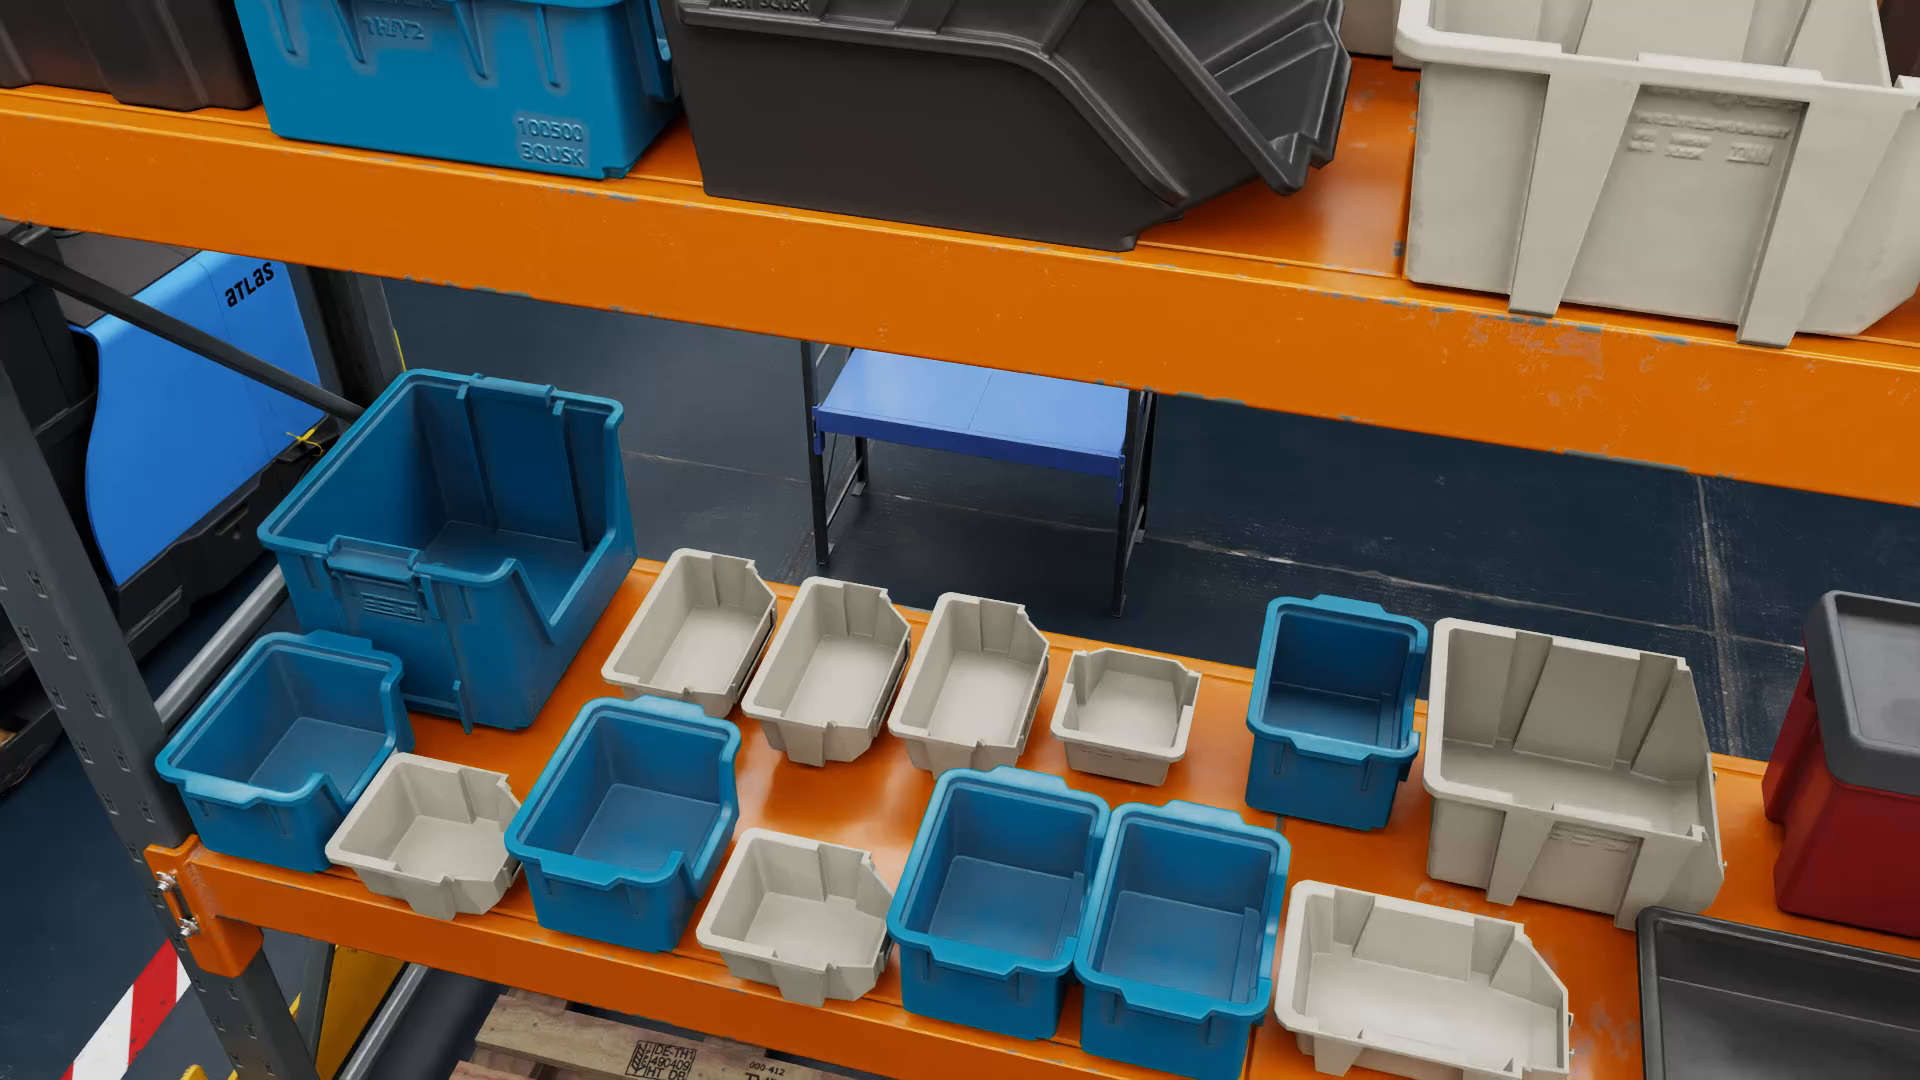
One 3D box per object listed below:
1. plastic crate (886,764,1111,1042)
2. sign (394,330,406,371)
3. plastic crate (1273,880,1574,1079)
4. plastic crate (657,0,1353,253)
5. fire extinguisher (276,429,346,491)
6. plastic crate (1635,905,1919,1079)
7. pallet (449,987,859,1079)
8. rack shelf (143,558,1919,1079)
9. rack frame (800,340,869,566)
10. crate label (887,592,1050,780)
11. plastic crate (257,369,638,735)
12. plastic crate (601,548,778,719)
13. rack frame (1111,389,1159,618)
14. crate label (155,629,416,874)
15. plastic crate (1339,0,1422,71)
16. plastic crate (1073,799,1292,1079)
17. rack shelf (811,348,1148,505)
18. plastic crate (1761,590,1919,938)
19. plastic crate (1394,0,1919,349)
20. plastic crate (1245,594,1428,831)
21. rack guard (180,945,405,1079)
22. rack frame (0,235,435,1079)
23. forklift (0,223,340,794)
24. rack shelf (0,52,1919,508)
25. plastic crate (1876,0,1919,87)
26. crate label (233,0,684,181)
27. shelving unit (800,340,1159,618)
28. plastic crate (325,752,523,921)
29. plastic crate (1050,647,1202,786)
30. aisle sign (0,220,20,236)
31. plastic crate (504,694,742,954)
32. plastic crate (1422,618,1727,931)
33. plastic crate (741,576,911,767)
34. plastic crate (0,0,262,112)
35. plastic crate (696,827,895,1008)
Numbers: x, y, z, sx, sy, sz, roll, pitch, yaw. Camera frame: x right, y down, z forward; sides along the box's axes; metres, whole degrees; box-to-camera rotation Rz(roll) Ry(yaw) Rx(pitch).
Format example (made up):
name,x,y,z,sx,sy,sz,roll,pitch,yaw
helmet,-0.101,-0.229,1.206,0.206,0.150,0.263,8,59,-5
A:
name,x,y,z,sx,sy,sz,roll,pitch,yaw
plastic crate,0.068,0.613,2.771,0.300,0.233,0.416,10,41,11
sign,-1.230,-0.299,3.647,0.005,0.325,0.100,10,41,11
plastic crate,0.747,0.748,2.685,0.466,0.136,0.293,10,41,11
plastic crate,0.048,-0.592,1.839,0.767,0.338,0.504,10,41,11
fire extinguisher,-1.385,-0.027,3.800,0.183,0.674,0.296,10,41,11
plastic crate,1.356,0.836,2.590,0.590,0.125,0.437,10,41,11
pallet,-0.570,1.337,3.994,1.213,0.211,1.003,10,41,11
rack shelf,0.575,0.716,3.125,4.000,0.370,1.077,10,41,11
rack frame,-0.409,-0.645,5.351,0.032,1.500,0.500,10,41,11
crate label,0.029,0.297,3.222,0.243,0.136,0.396,10,41,11
plastic crate,-0.985,0.011,3.331,0.499,0.435,0.616,10,41,11
plastic crate,-0.522,0.209,3.327,0.243,0.136,0.396,10,41,11
rack frame,0.573,-0.476,5.150,0.032,1.500,0.500,10,41,11
crate label,-1.204,0.394,3.032,0.303,0.233,0.416,10,41,11
plastic crate,0.703,-0.751,2.184,0.530,0.136,0.437,10,41,11
plastic crate,0.358,0.663,2.712,0.300,0.233,0.416,10,41,11
rack shelf,0.082,-0.422,5.366,1.000,0.185,0.538,10,41,11
plastic crate,1.709,0.421,2.820,0.583,0.464,0.402,10,41,11
plastic crate,0.704,-0.435,1.696,0.530,0.282,0.437,10,41,11
plastic crate,0.693,0.331,3.107,0.300,0.233,0.416,10,41,11
rack guard,-1.383,1.069,4.088,0.348,0.500,1.175,10,41,11
rack frame,-1.357,0.108,3.289,0.127,3.000,1.000,10,41,11
forklift,-3.225,-0.598,4.182,1.130,2.935,3.031,15,42,17
rack shelf,0.575,-0.433,2.160,4.000,0.370,1.077,10,41,11
plastic crate,1.378,-0.703,2.024,0.590,0.269,0.497,10,41,11
crate label,-0.549,-0.630,1.951,0.502,0.251,0.408,10,41,11
shelving unit,0.082,-0.560,5.251,1.048,1.500,0.538,10,41,11
plastic crate,-0.915,0.536,2.938,0.298,0.136,0.250,10,41,11
plastic crate,0.320,0.335,3.177,0.250,0.136,0.298,10,41,11
aisle sign,-1.503,-0.715,2.248,0.004,0.787,0.394,10,41,11
plastic crate,-0.568,0.504,2.901,0.300,0.233,0.416,10,41,11
plastic crate,1.080,0.427,2.955,0.530,0.282,0.437,10,41,11
plastic crate,-0.246,0.266,3.259,0.243,0.136,0.396,10,41,11
plastic crate,-1.057,-0.754,2.084,0.590,0.269,0.497,10,41,11
plastic crate,-0.260,0.649,2.804,0.298,0.136,0.250,10,41,11
